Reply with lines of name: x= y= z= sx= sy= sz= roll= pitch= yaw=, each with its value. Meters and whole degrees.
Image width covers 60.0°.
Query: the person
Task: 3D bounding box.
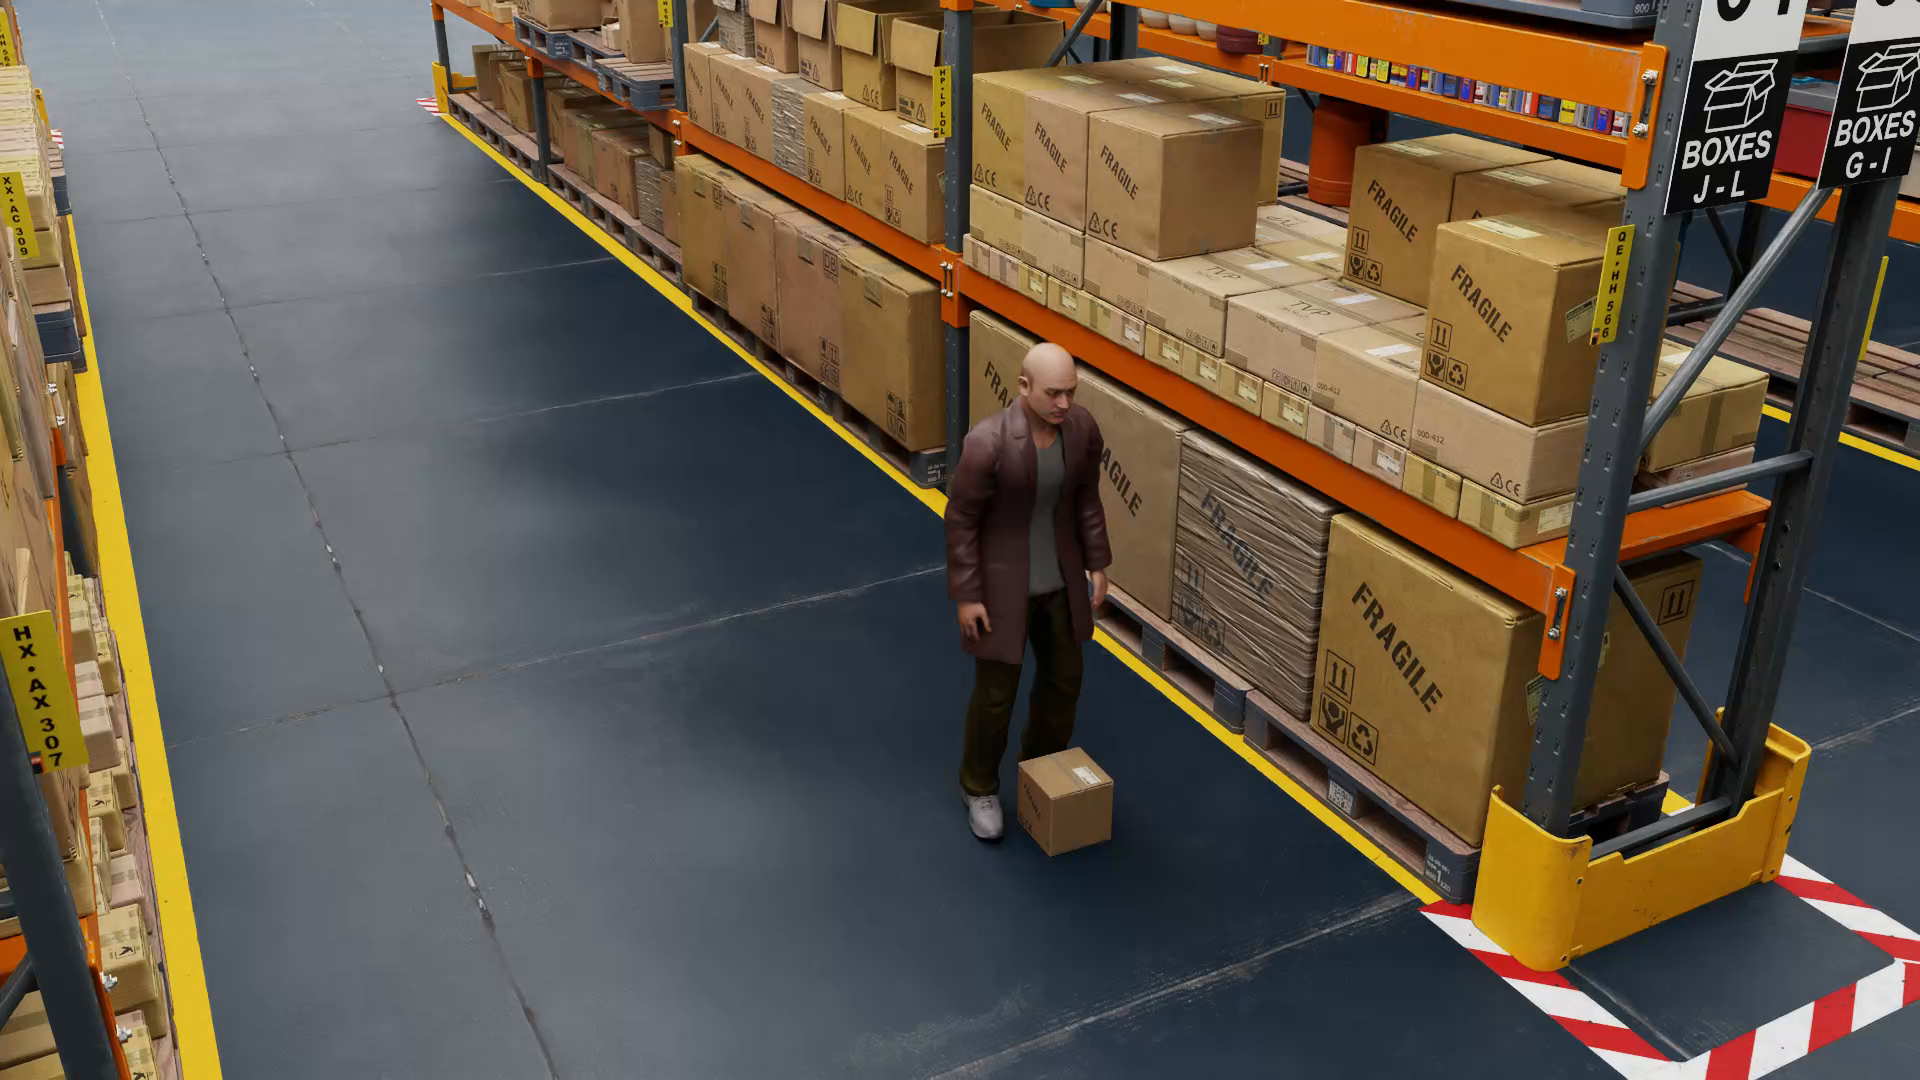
person: x=0.241 y=0.155 z=5.797 sx=0.639 sy=1.774 sz=0.420 roll=-13 pitch=28 yaw=-26
